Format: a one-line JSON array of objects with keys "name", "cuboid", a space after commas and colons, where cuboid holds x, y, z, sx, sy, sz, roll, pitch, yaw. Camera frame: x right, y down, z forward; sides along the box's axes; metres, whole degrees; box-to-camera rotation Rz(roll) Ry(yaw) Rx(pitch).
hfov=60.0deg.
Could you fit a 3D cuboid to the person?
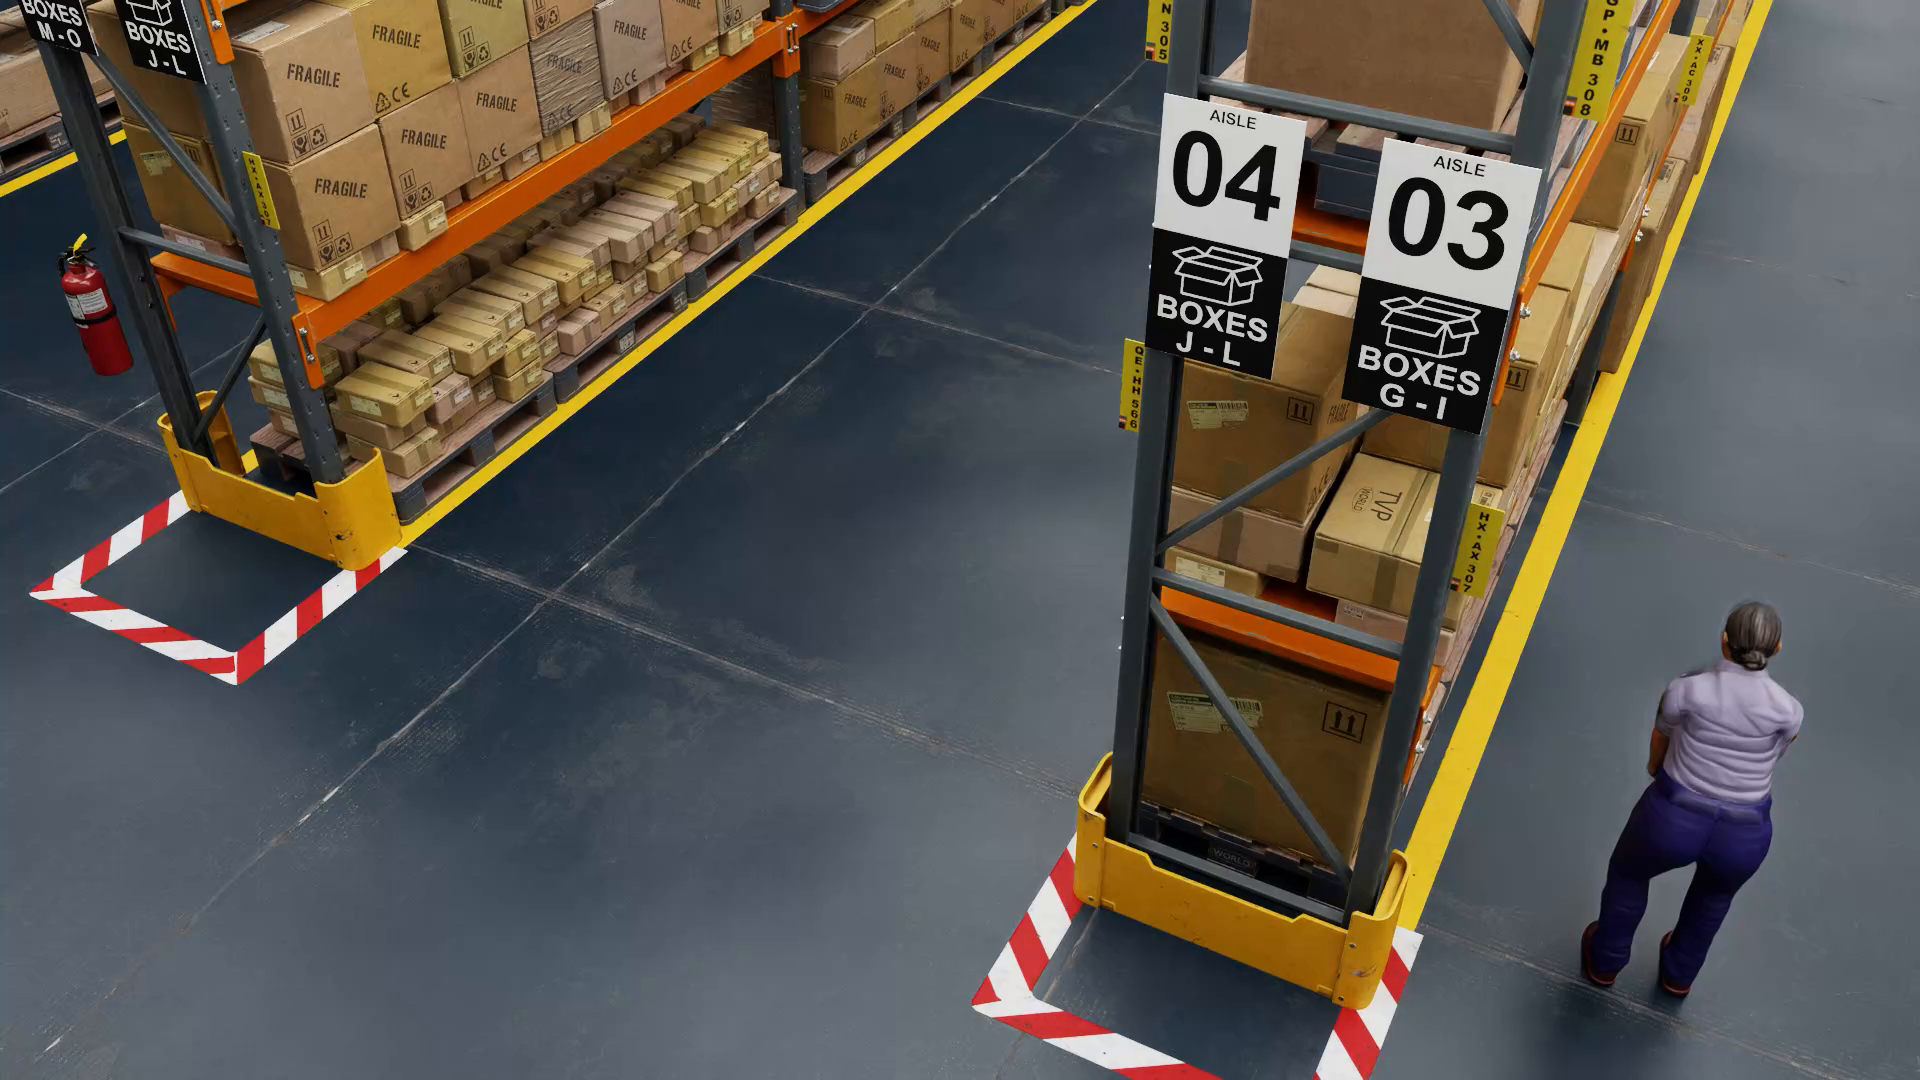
[{"name": "person", "cuboid": [2.505, 0.903, 5.650, 0.437, 1.610, 0.569, 12, 40, 15]}]
